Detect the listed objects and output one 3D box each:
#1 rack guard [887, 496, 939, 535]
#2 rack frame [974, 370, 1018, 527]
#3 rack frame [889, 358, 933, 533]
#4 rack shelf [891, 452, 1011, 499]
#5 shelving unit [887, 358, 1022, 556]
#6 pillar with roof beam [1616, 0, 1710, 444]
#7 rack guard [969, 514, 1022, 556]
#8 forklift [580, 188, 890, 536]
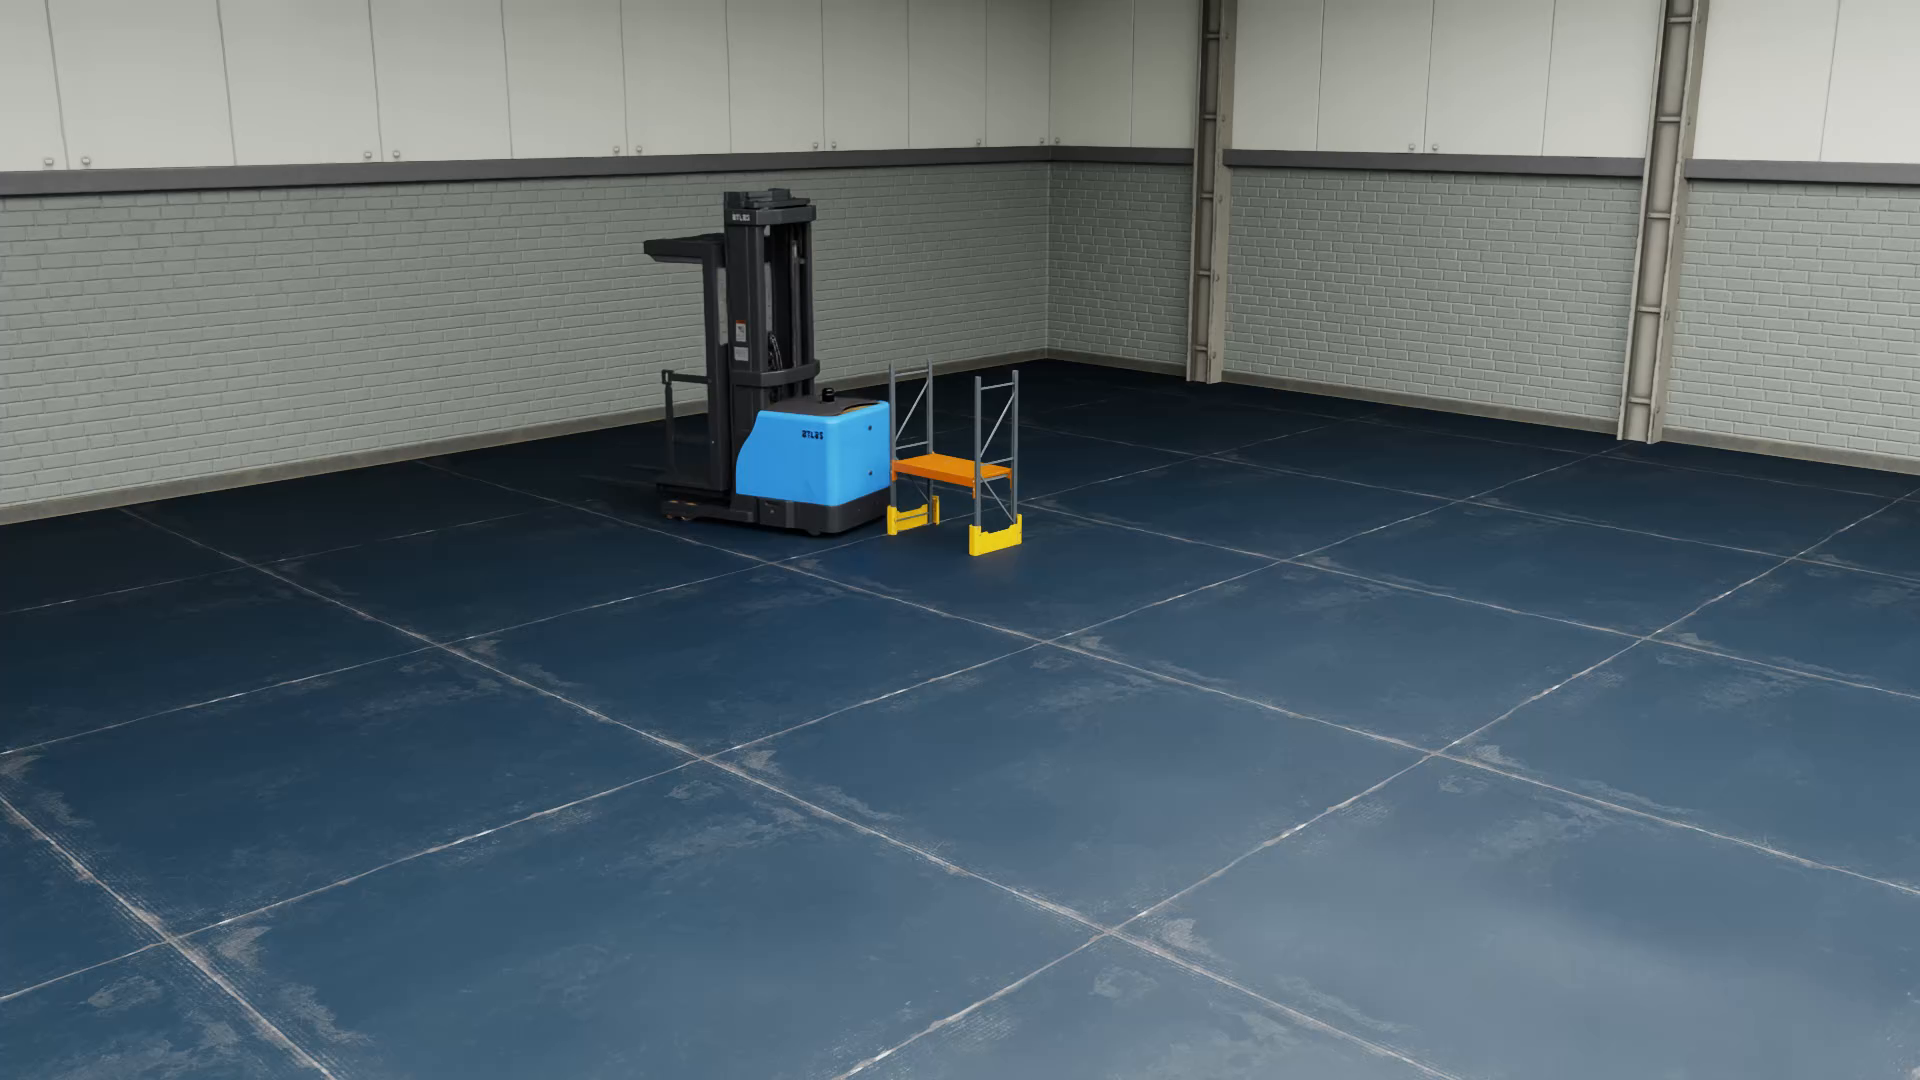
[{"bbox_3d":[-0.413,-0.221,14.786,0.087,0.250,0.587,14,20,42],"label":"rack guard"},{"bbox_3d":[0.305,-0.652,13.959,0.032,1.500,0.500,14,20,42],"label":"rack frame"},{"bbox_3d":[-0.427,-0.830,14.642,0.032,1.500,0.500,14,20,42],"label":"rack frame"},{"bbox_3d":[-0.061,-0.567,14.346,1.000,0.185,0.538,14,20,42],"label":"rack shelf"},{"bbox_3d":[-0.055,-0.739,14.294,1.083,1.500,0.587,14,20,42],"label":"shelving unit"},{"bbox_3d":[4.680,-4.704,14.639,0.400,9.000,9.100,14,20,42],"label":"pillar with roof beam"},{"bbox_3d":[0.304,-0.047,14.117,0.087,0.250,0.587,14,20,42],"label":"rack guard"},{"bbox_3d":[-2.145,-1.698,15.135,3.031,2.935,1.130,8,17,28],"label":"forklift"}]
